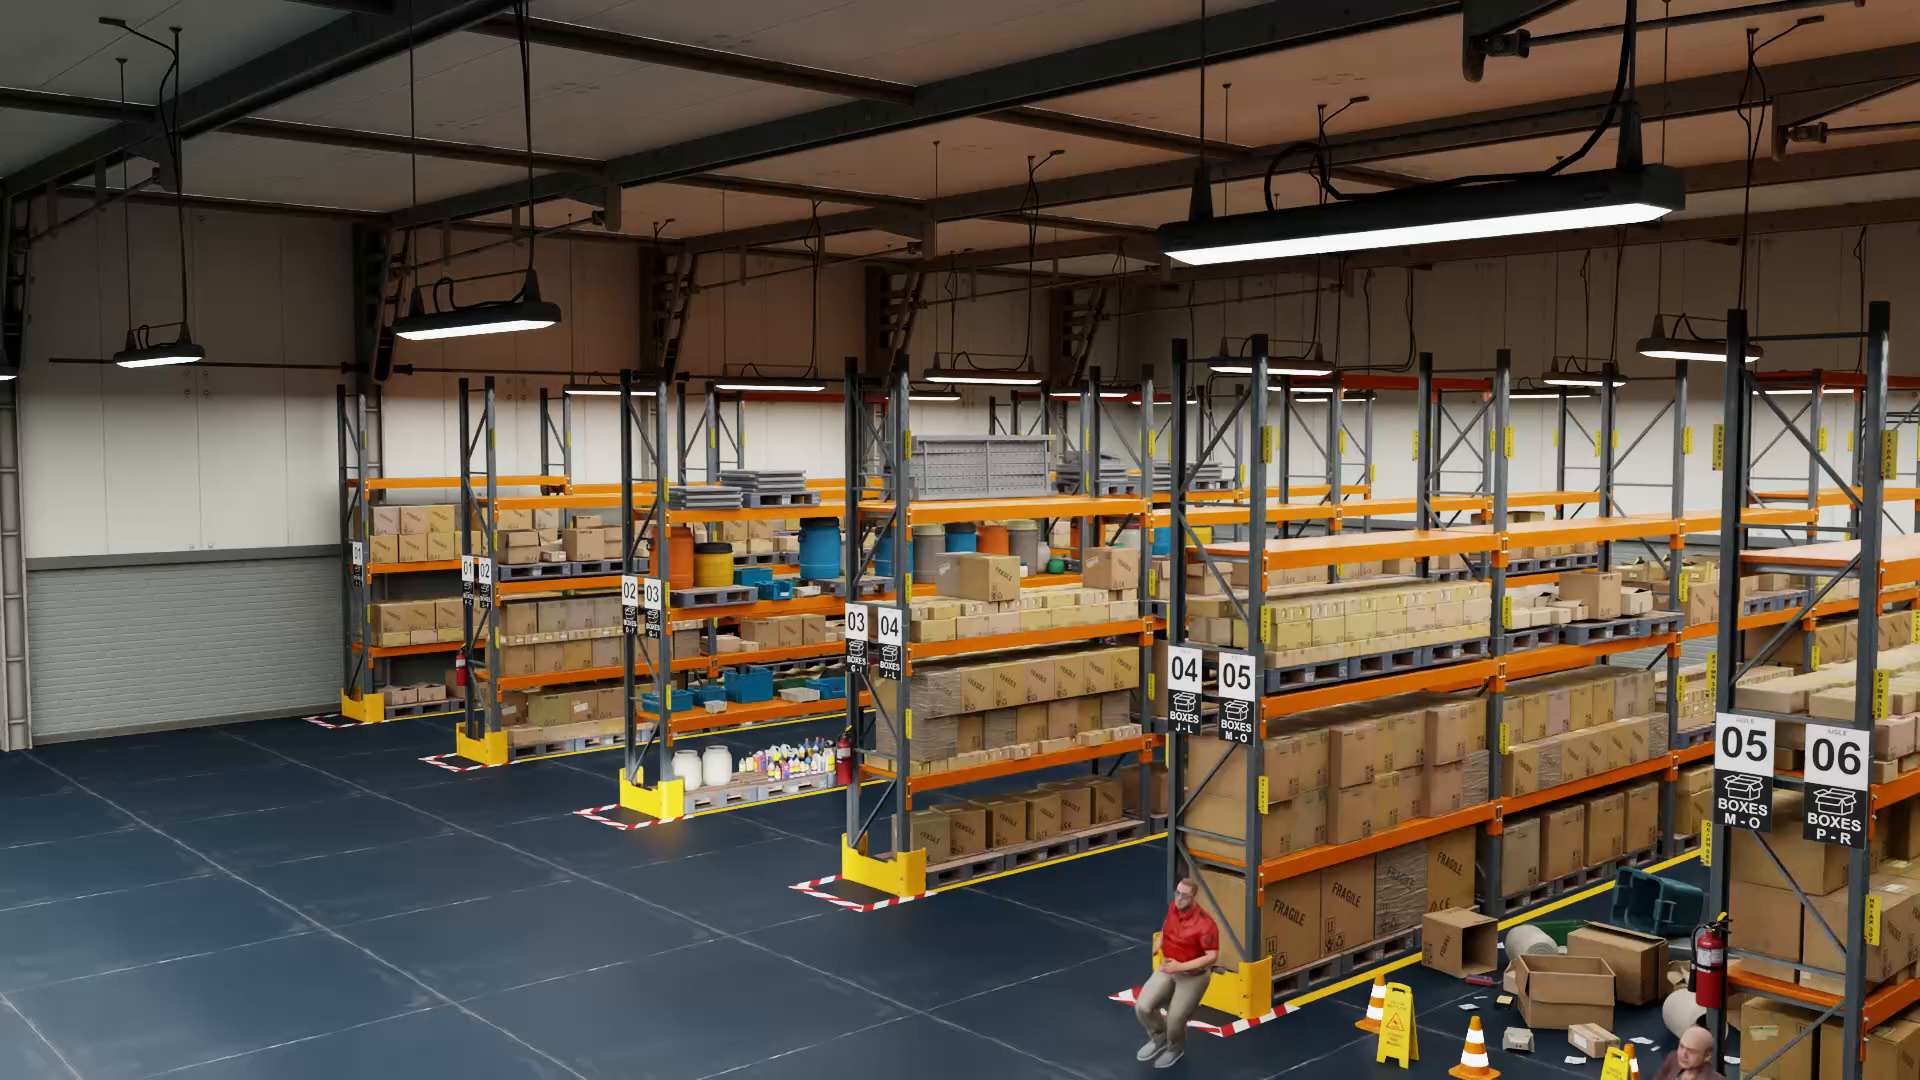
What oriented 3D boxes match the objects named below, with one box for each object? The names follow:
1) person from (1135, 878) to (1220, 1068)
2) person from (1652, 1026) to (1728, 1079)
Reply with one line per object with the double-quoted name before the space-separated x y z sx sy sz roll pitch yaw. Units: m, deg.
"person" 1.722 3.491 13.297 0.839 1.645 0.705 3 5 40
"person" 4.320 3.689 10.001 0.674 1.647 0.898 -2 4 -32
